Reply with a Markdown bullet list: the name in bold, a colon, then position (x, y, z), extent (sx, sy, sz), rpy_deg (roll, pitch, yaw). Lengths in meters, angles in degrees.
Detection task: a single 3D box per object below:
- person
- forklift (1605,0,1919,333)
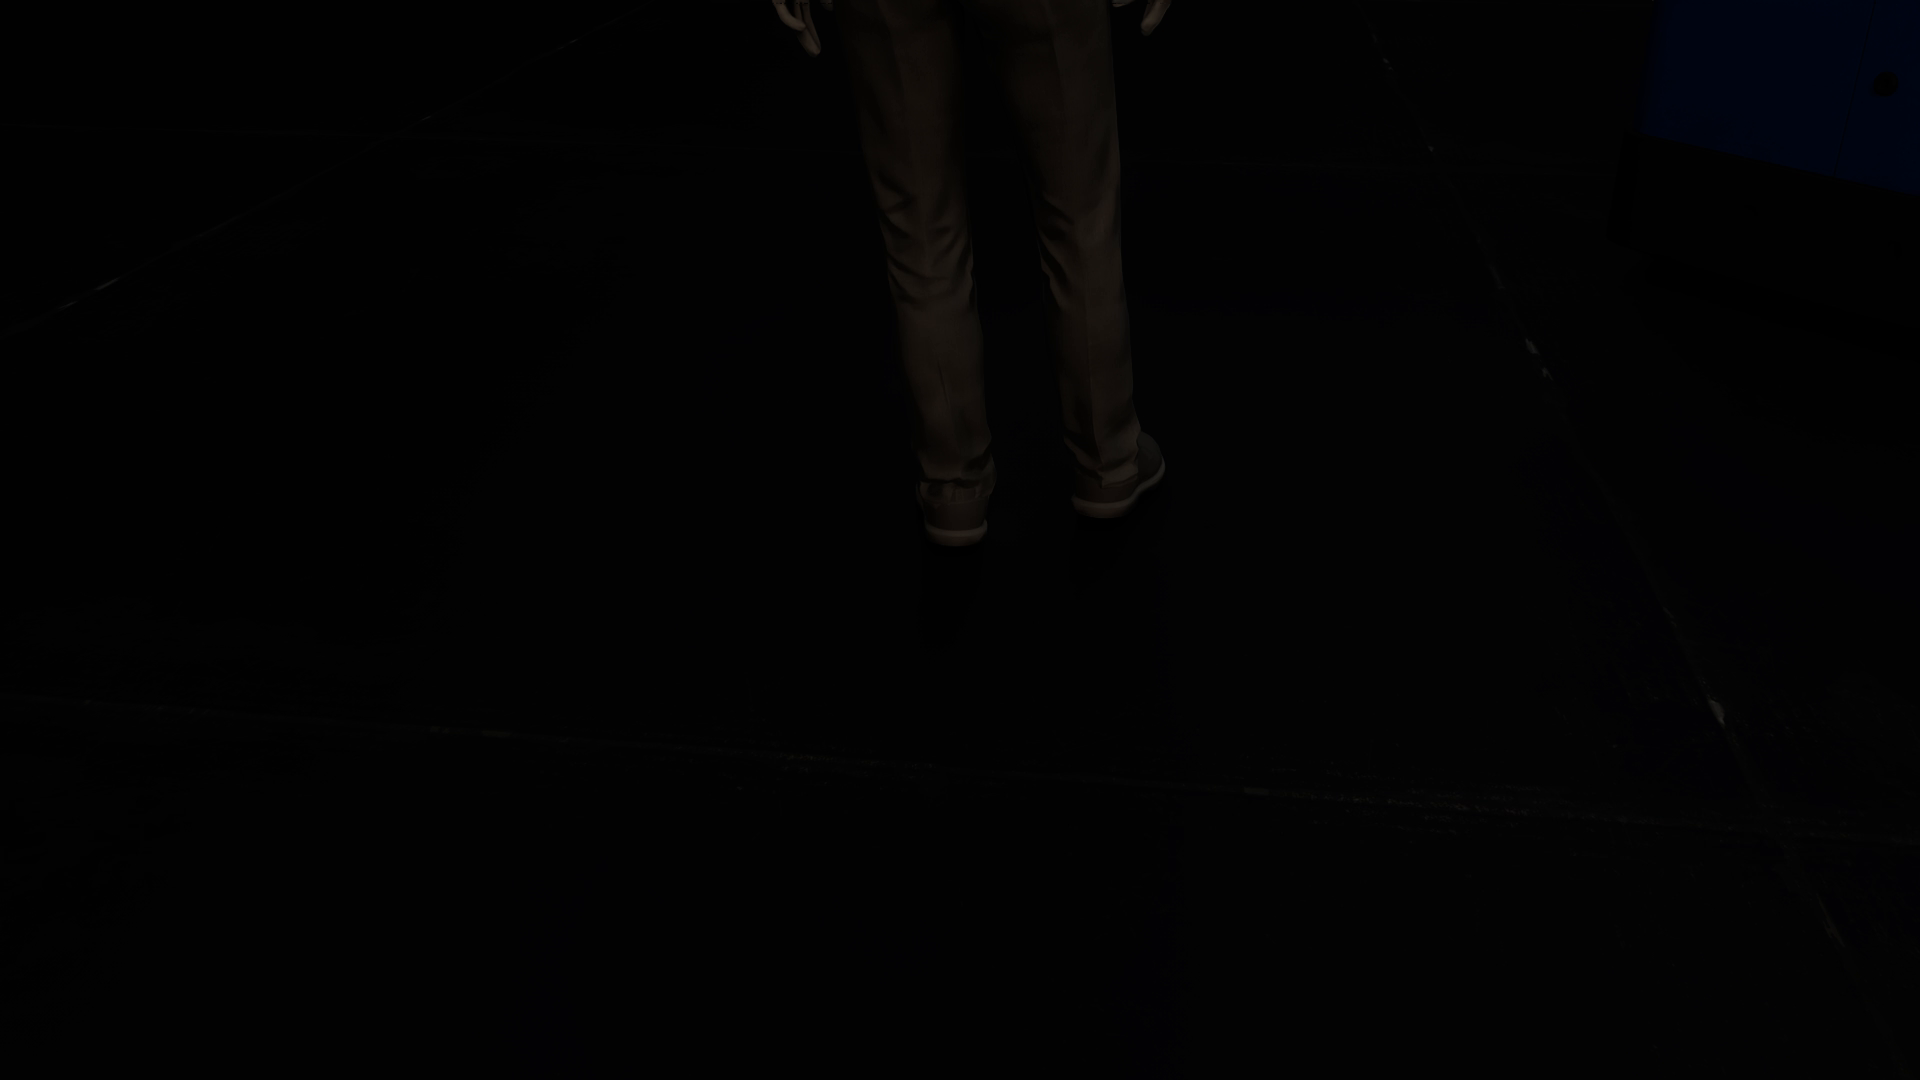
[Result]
- **person**: position (0.015, -0.794, 2.177), extent (0.587, 1.696, 0.534), rpy_deg (3, 27, 7)
- **forklift**: position (2.946, -2.086, 3.399), extent (3.031, 2.935, 1.130), rpy_deg (-16, 31, -29)
